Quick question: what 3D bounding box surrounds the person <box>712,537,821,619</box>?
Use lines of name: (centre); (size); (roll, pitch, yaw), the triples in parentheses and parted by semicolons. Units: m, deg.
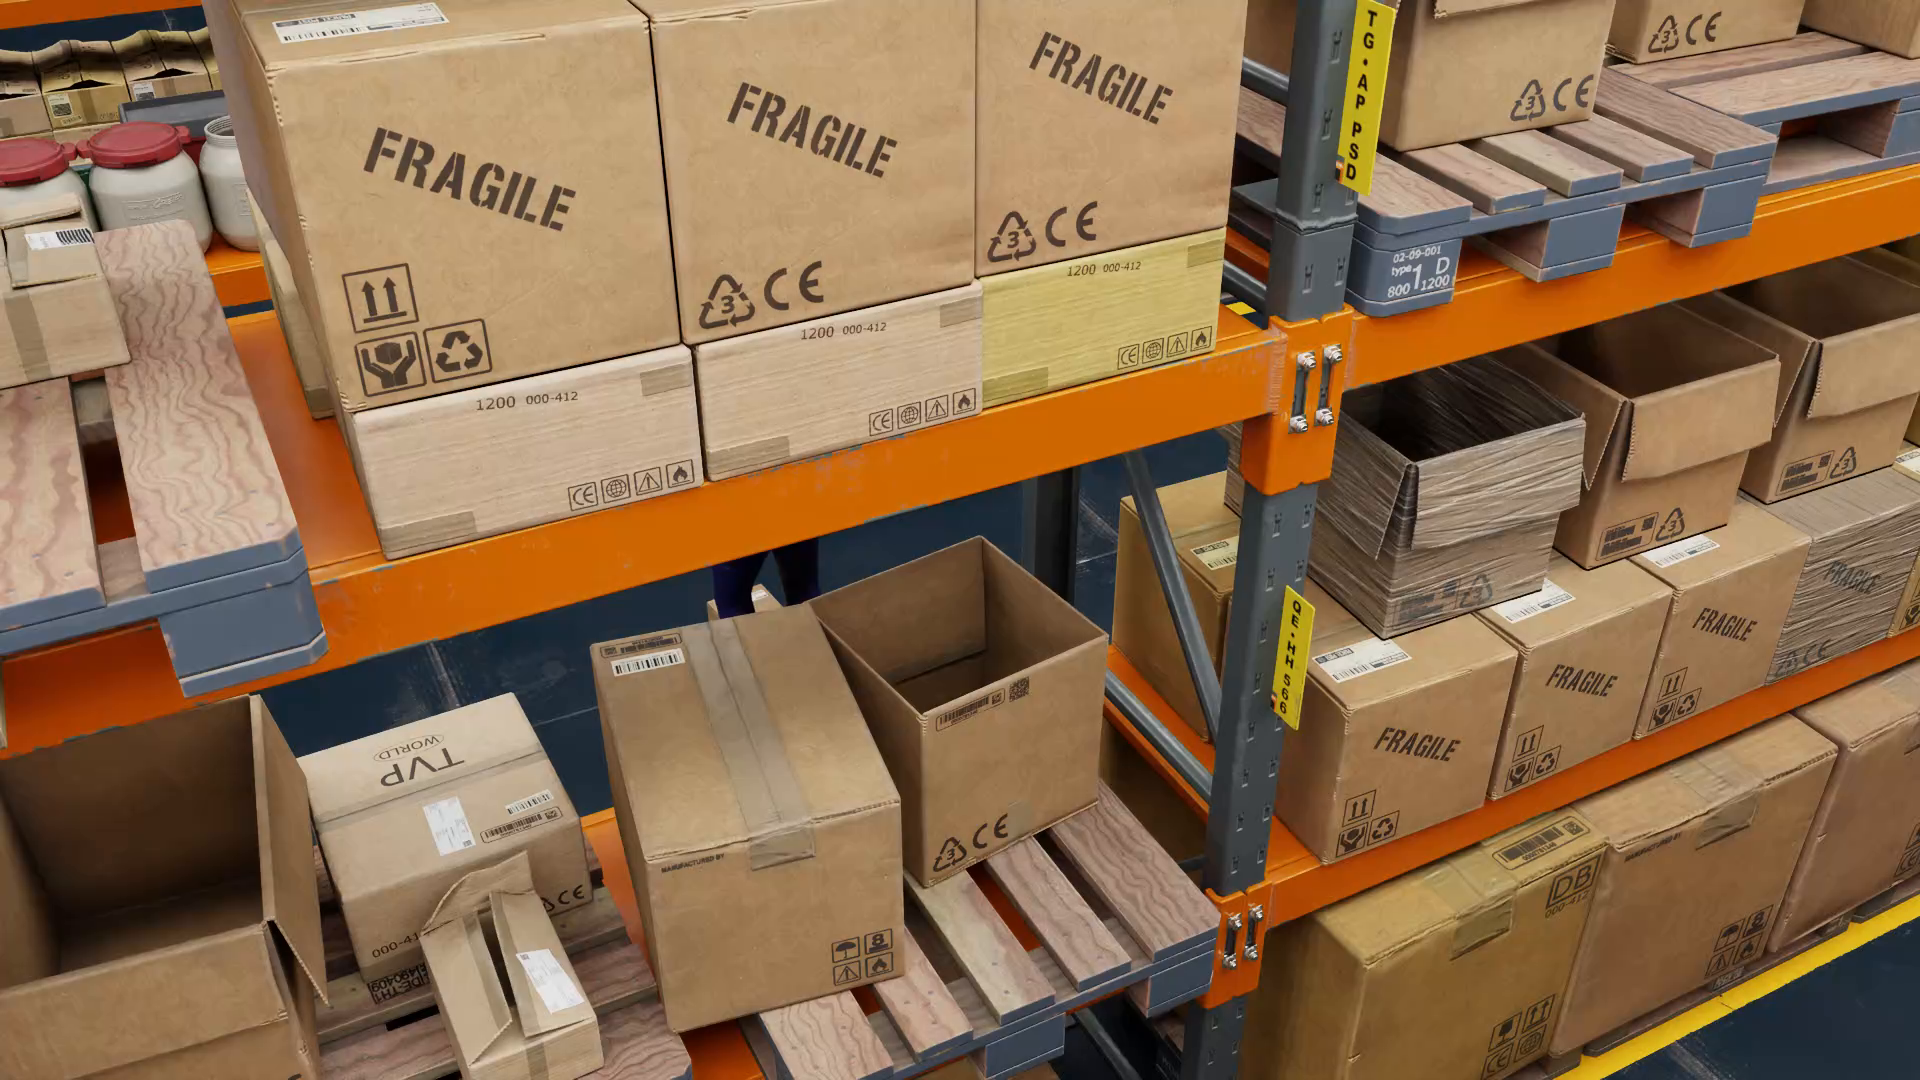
person: (-0.745, -0.020, 6.340); (0.530, 1.473, 0.369); (-16, 36, -23)
